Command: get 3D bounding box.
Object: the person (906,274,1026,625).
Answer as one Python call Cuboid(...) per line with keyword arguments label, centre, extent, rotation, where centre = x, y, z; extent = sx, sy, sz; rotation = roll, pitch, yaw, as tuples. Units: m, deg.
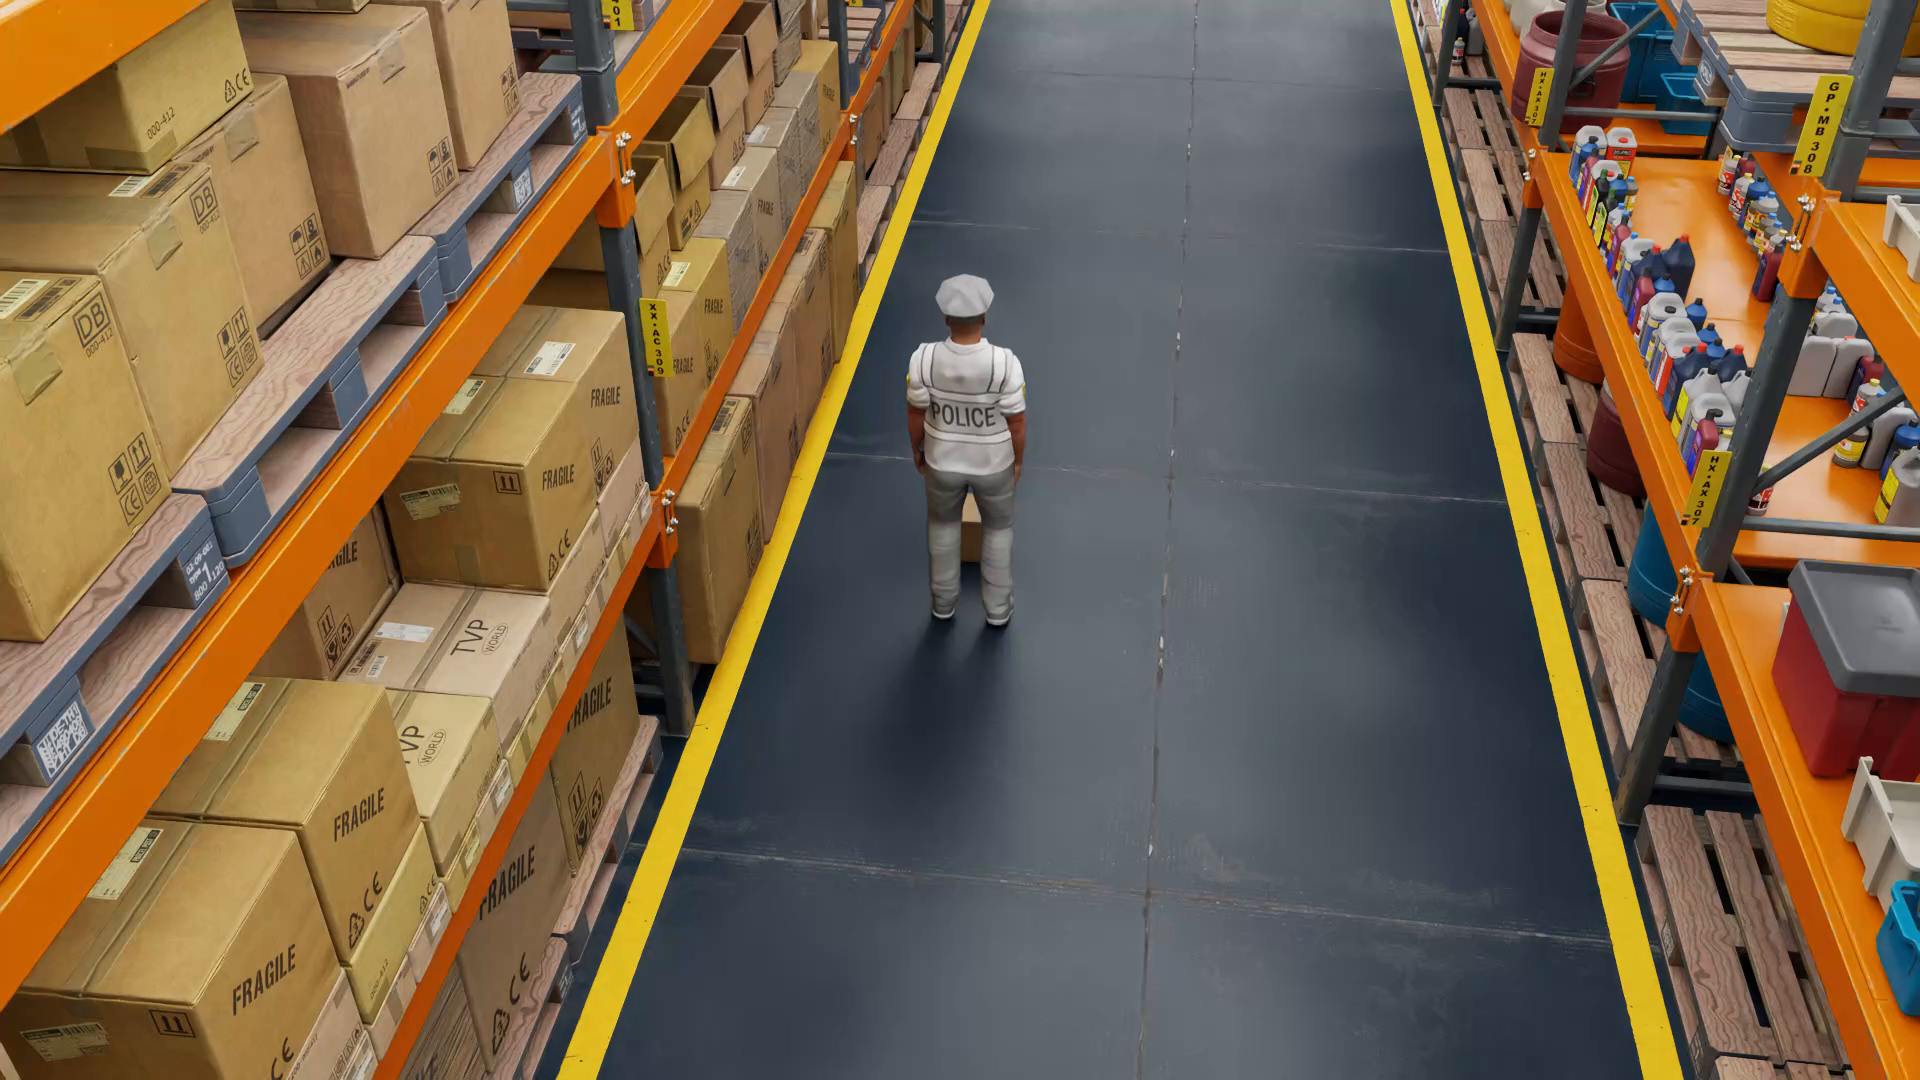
Cuboid(label="person", centre=(0.033, -0.375, 7.586), extent=(0.539, 1.804, 0.392), rotation=(5, 36, 6))
